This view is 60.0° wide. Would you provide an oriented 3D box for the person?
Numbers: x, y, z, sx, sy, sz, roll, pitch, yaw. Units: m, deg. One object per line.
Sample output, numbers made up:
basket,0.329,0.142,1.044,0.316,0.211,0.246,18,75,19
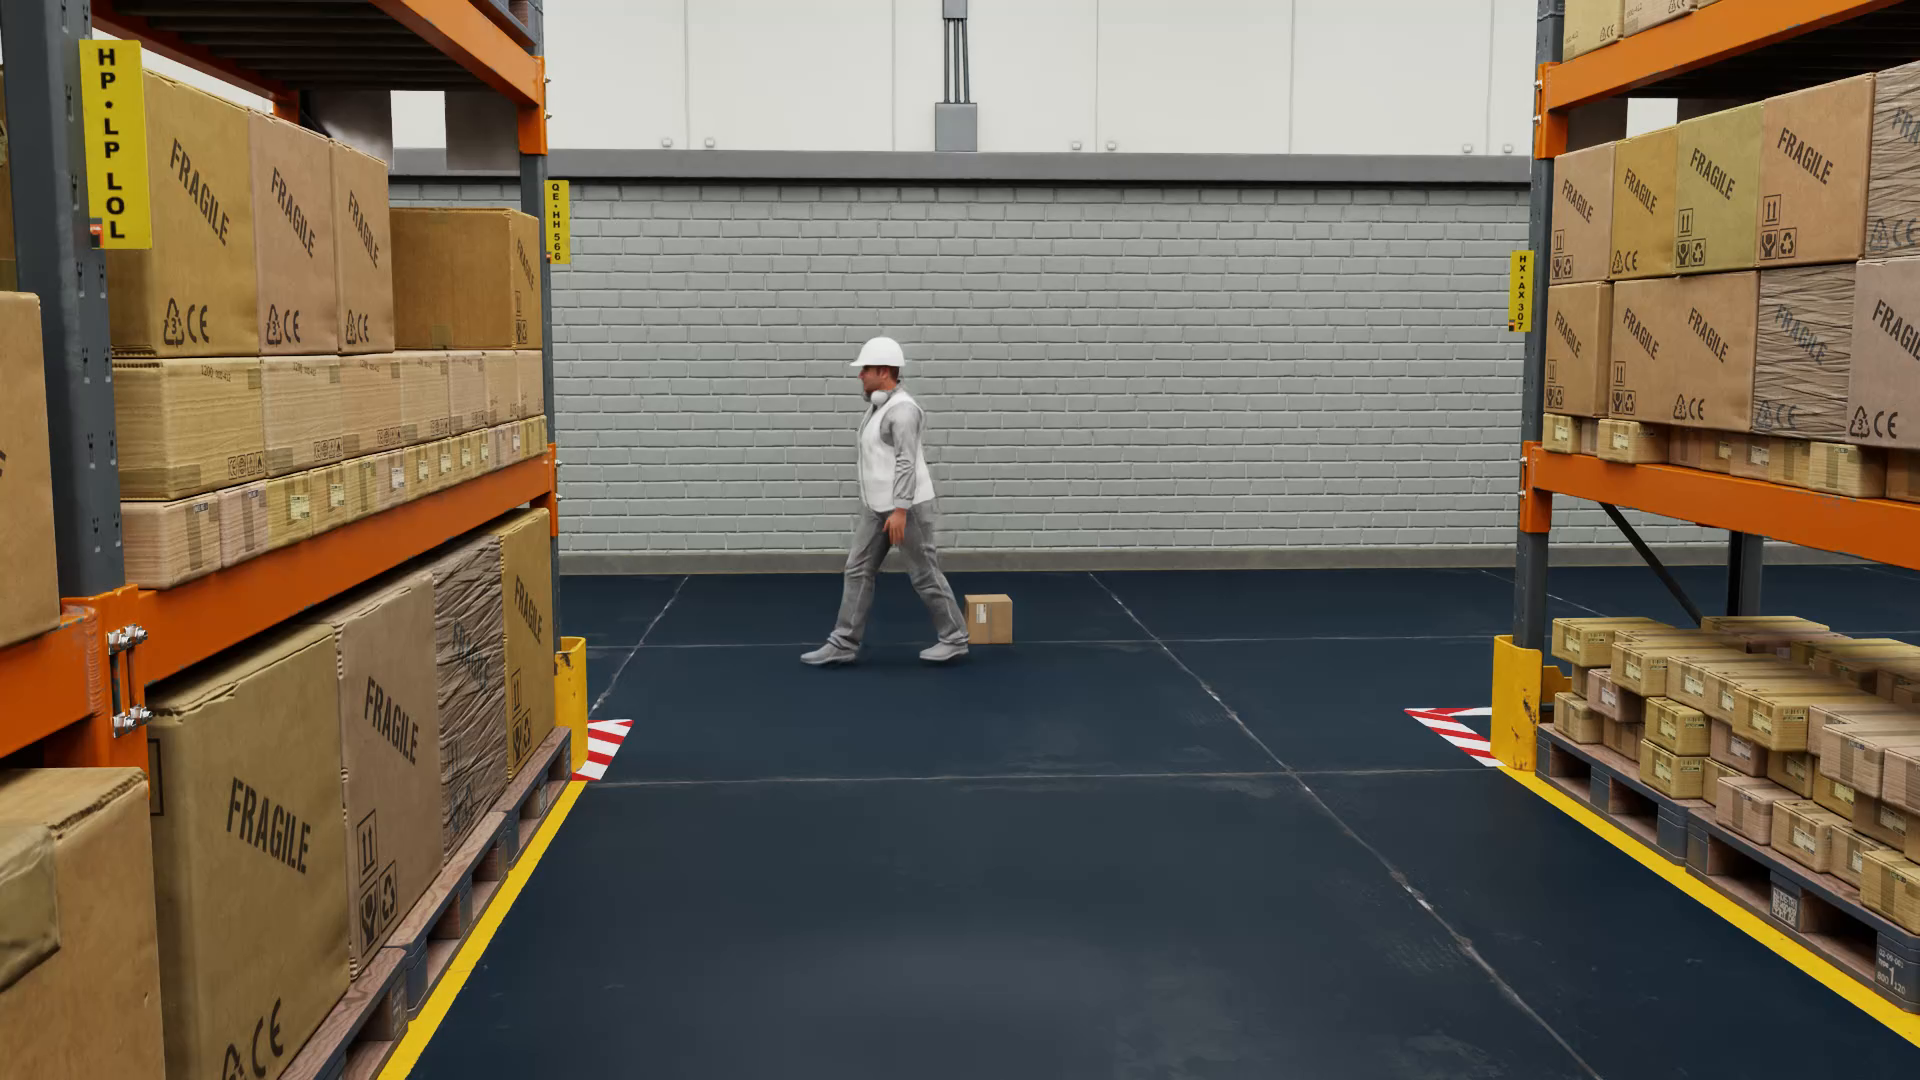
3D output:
person,-0.363,-0.194,8.801,0.890,1.741,0.553,-3,7,-23
